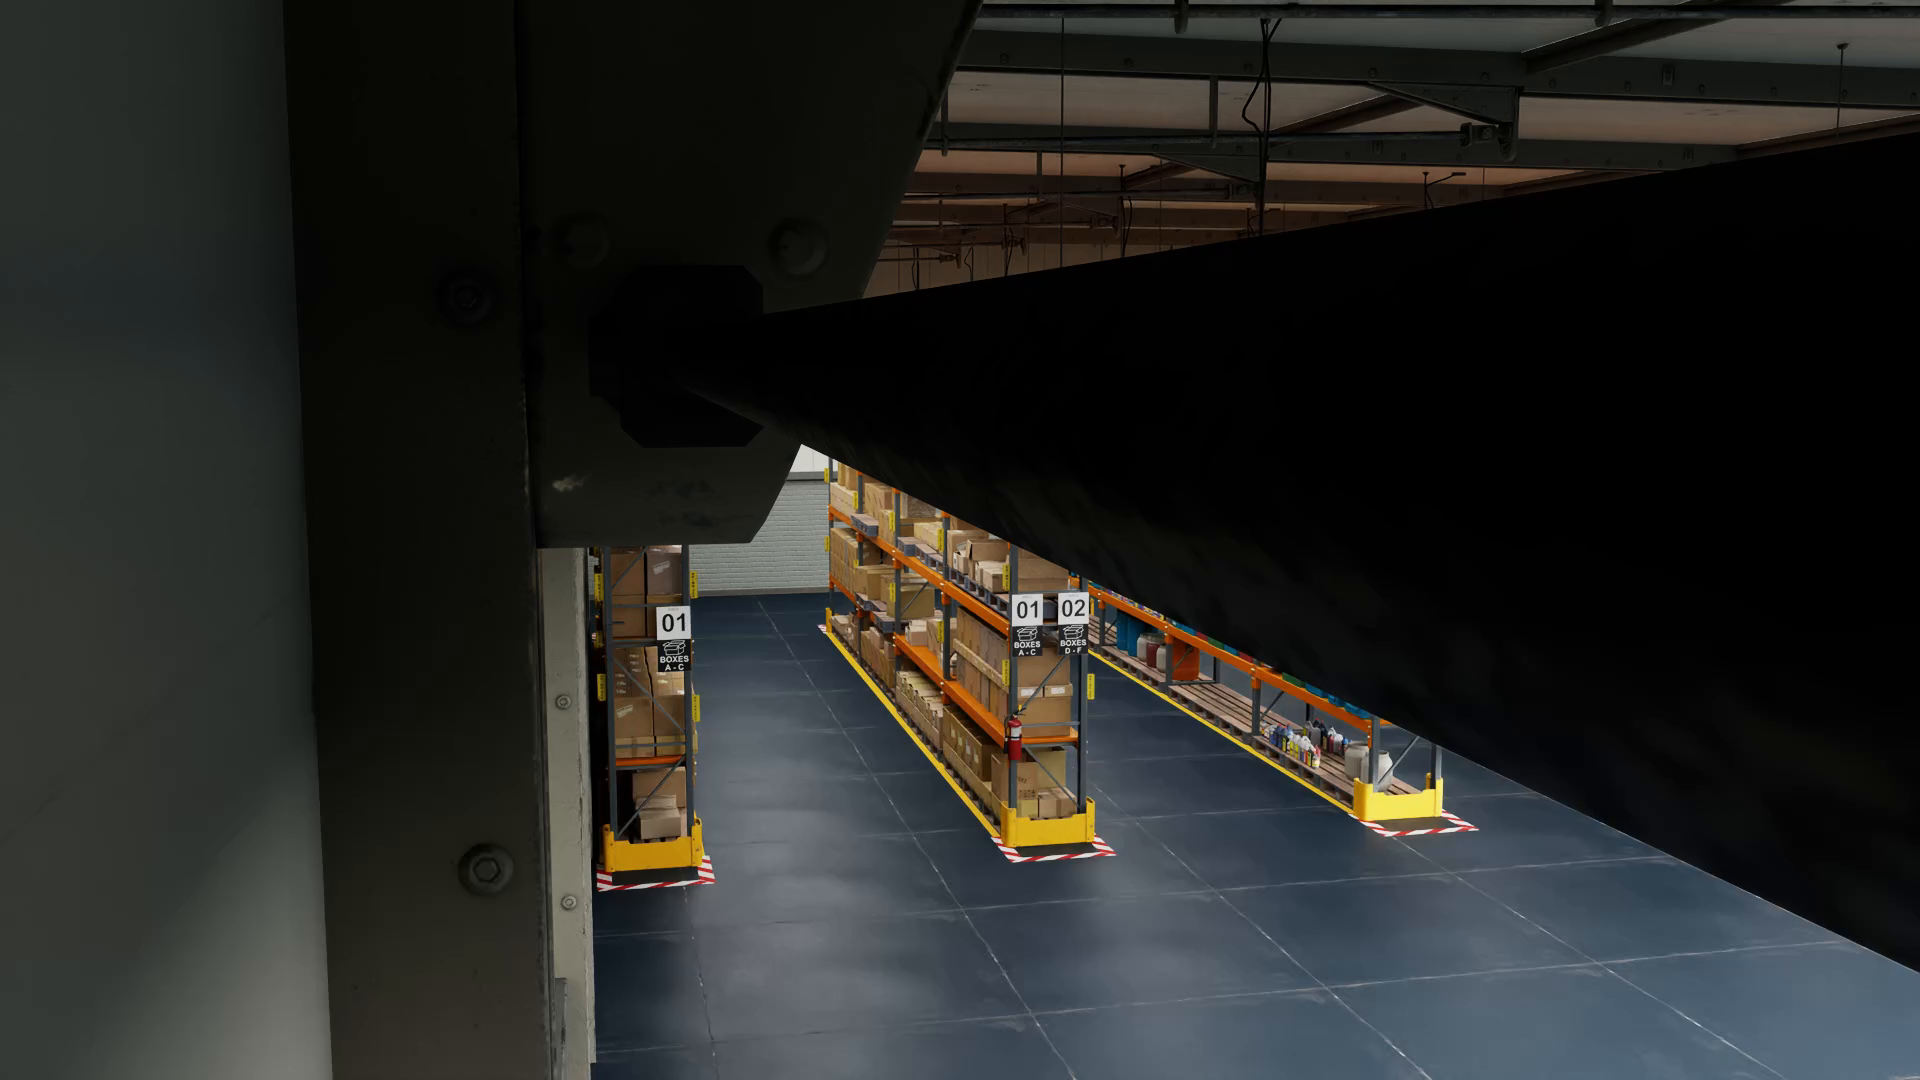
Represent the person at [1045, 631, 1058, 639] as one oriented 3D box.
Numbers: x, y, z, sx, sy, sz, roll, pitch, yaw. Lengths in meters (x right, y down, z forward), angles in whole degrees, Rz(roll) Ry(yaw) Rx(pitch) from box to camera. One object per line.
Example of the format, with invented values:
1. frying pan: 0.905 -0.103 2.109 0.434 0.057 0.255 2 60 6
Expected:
1. person: 1.856 1.549 33.031 0.560 1.801 0.756 0 7 3
